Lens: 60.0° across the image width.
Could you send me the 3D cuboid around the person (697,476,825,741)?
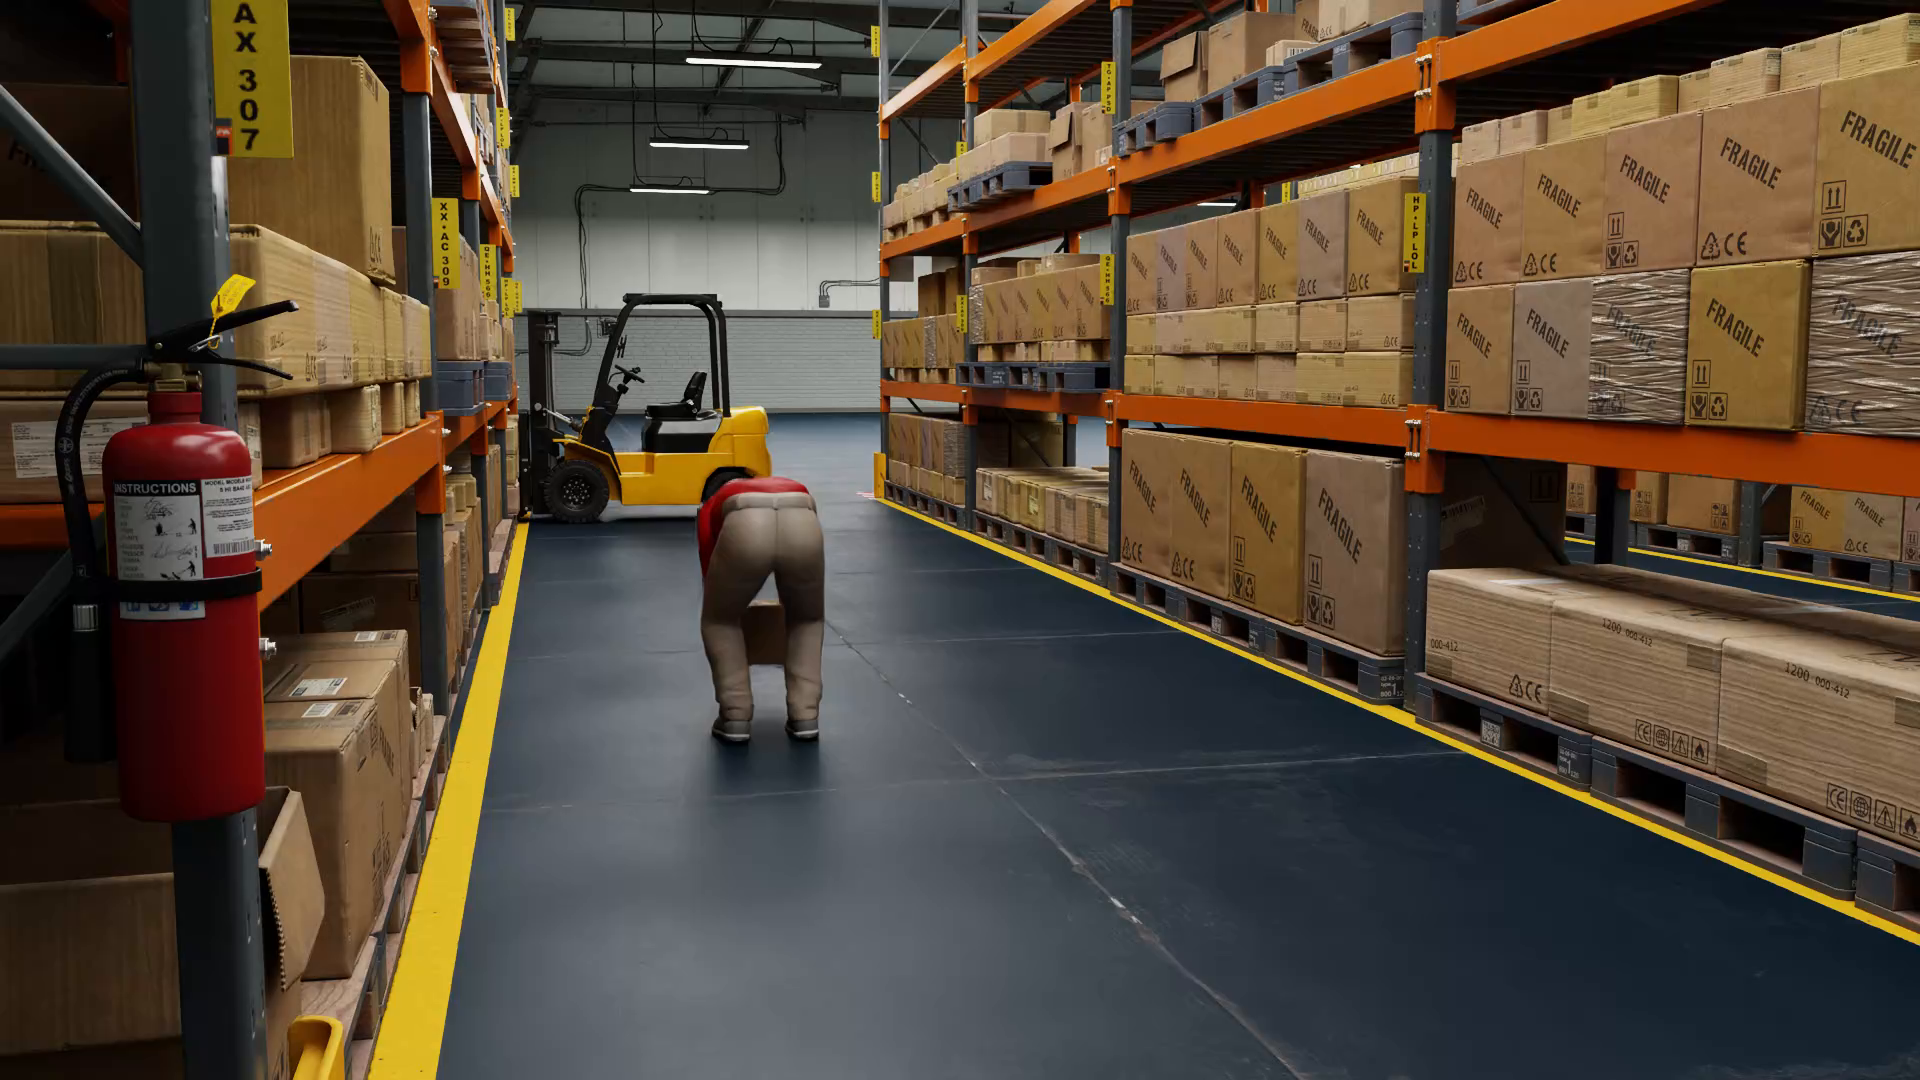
[{"bbox_3d":[-0.836,0.251,6.887,0.509,1.049,0.963,-2,6,-16],"label":"person"}]
